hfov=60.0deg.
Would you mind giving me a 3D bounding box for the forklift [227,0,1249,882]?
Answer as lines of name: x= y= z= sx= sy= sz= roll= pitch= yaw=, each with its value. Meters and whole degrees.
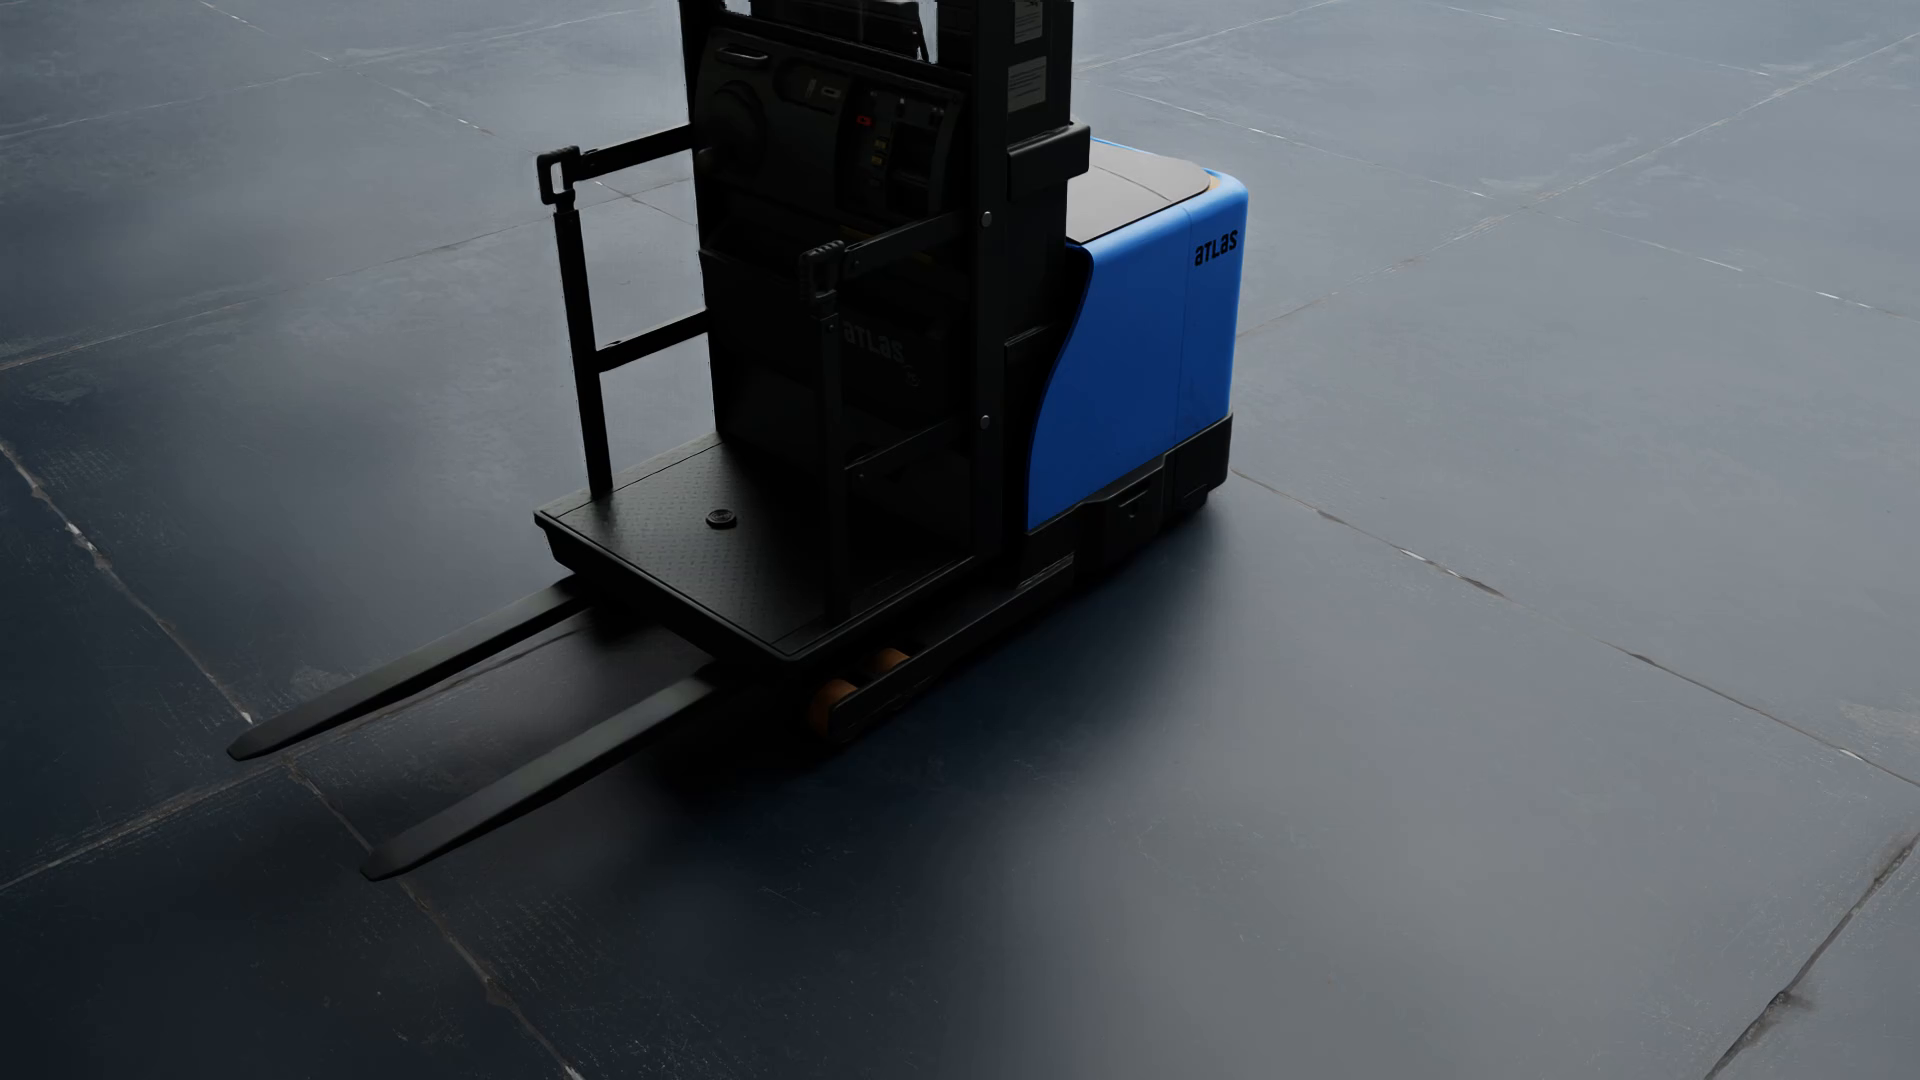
forklift: x=-0.493 y=-1.017 z=4.103 sx=1.130 sy=2.935 sz=3.031 roll=26 pitch=40 yaw=35
